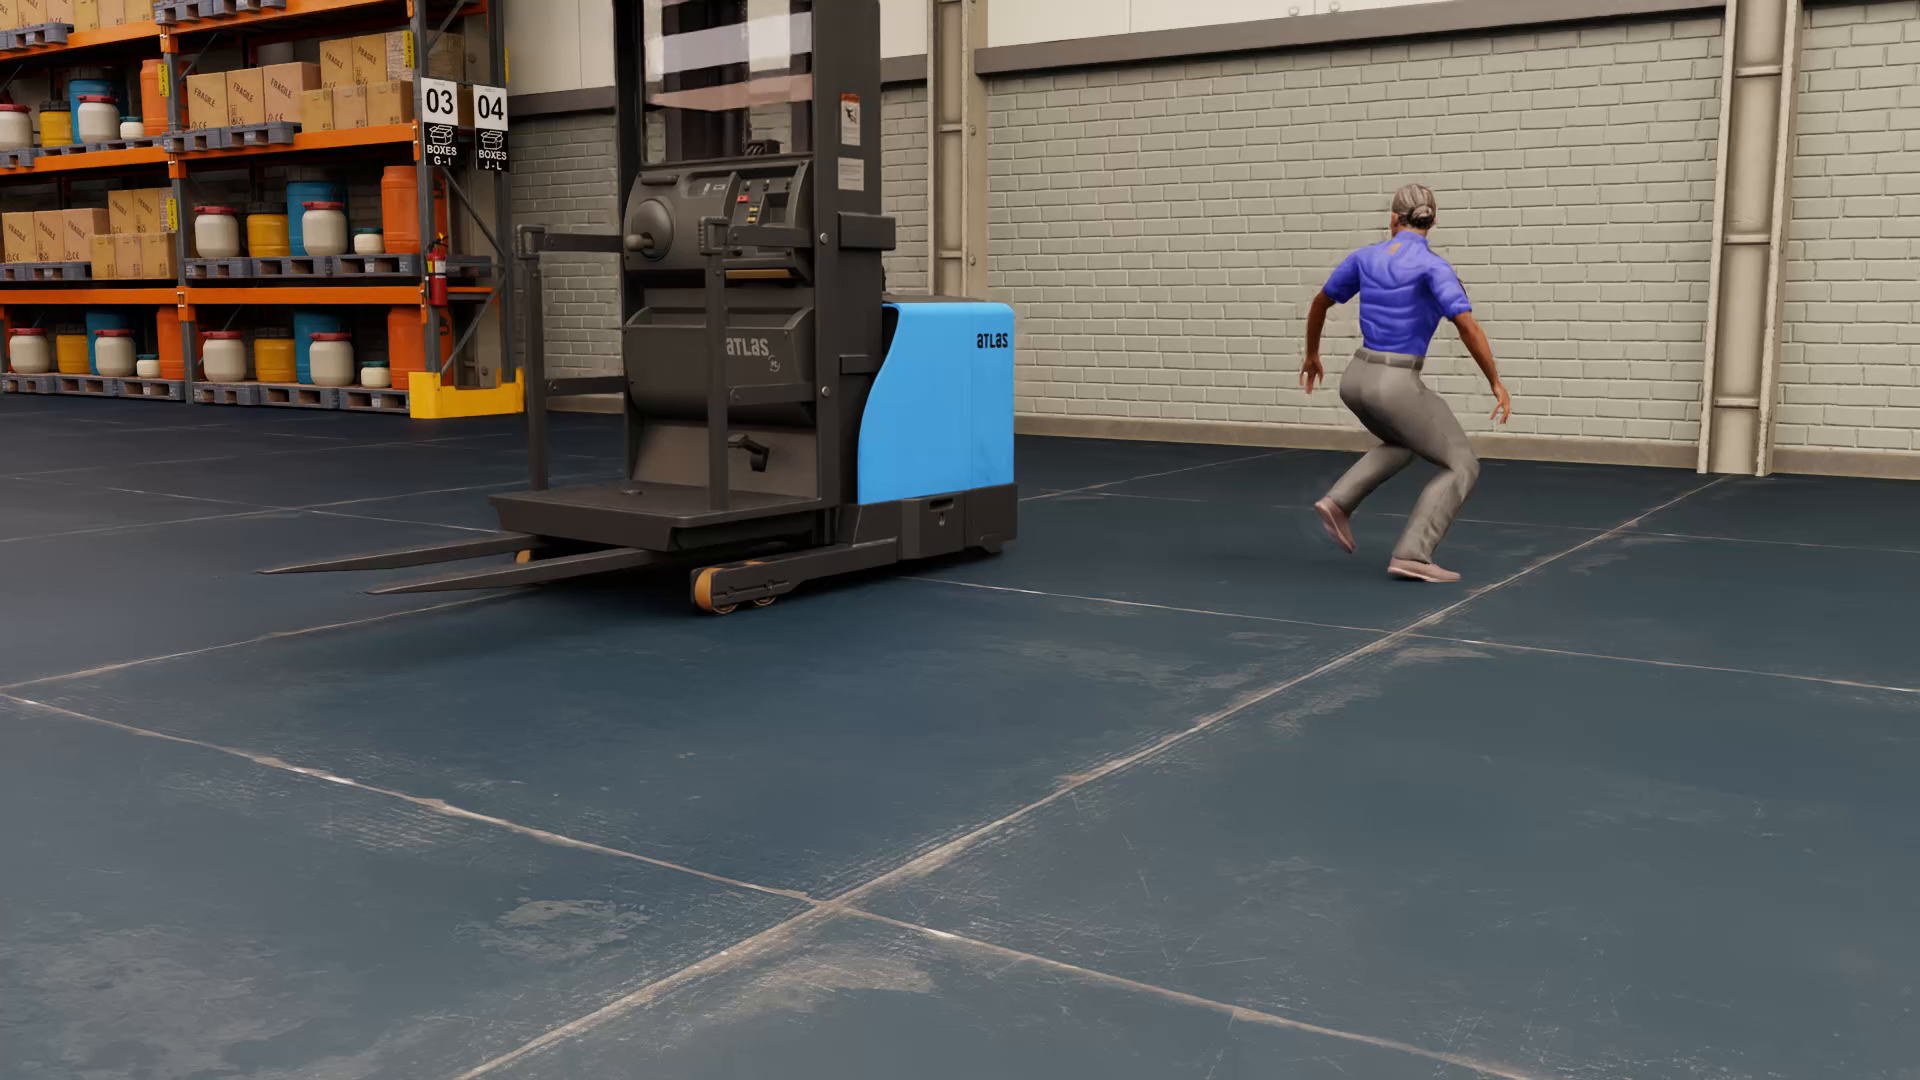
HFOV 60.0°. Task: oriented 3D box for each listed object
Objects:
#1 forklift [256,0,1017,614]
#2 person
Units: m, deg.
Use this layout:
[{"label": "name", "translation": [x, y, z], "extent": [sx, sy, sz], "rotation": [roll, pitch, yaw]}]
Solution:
[{"label": "forklift", "translation": [-1.060, -1.271, 6.128], "extent": [1.130, 2.935, 3.031], "rotation": [6, 10, 38]}, {"label": "person", "translation": [1.746, -0.620, 6.592], "extent": [0.509, 1.553, 0.799], "rotation": [-3, 9, -21]}]
